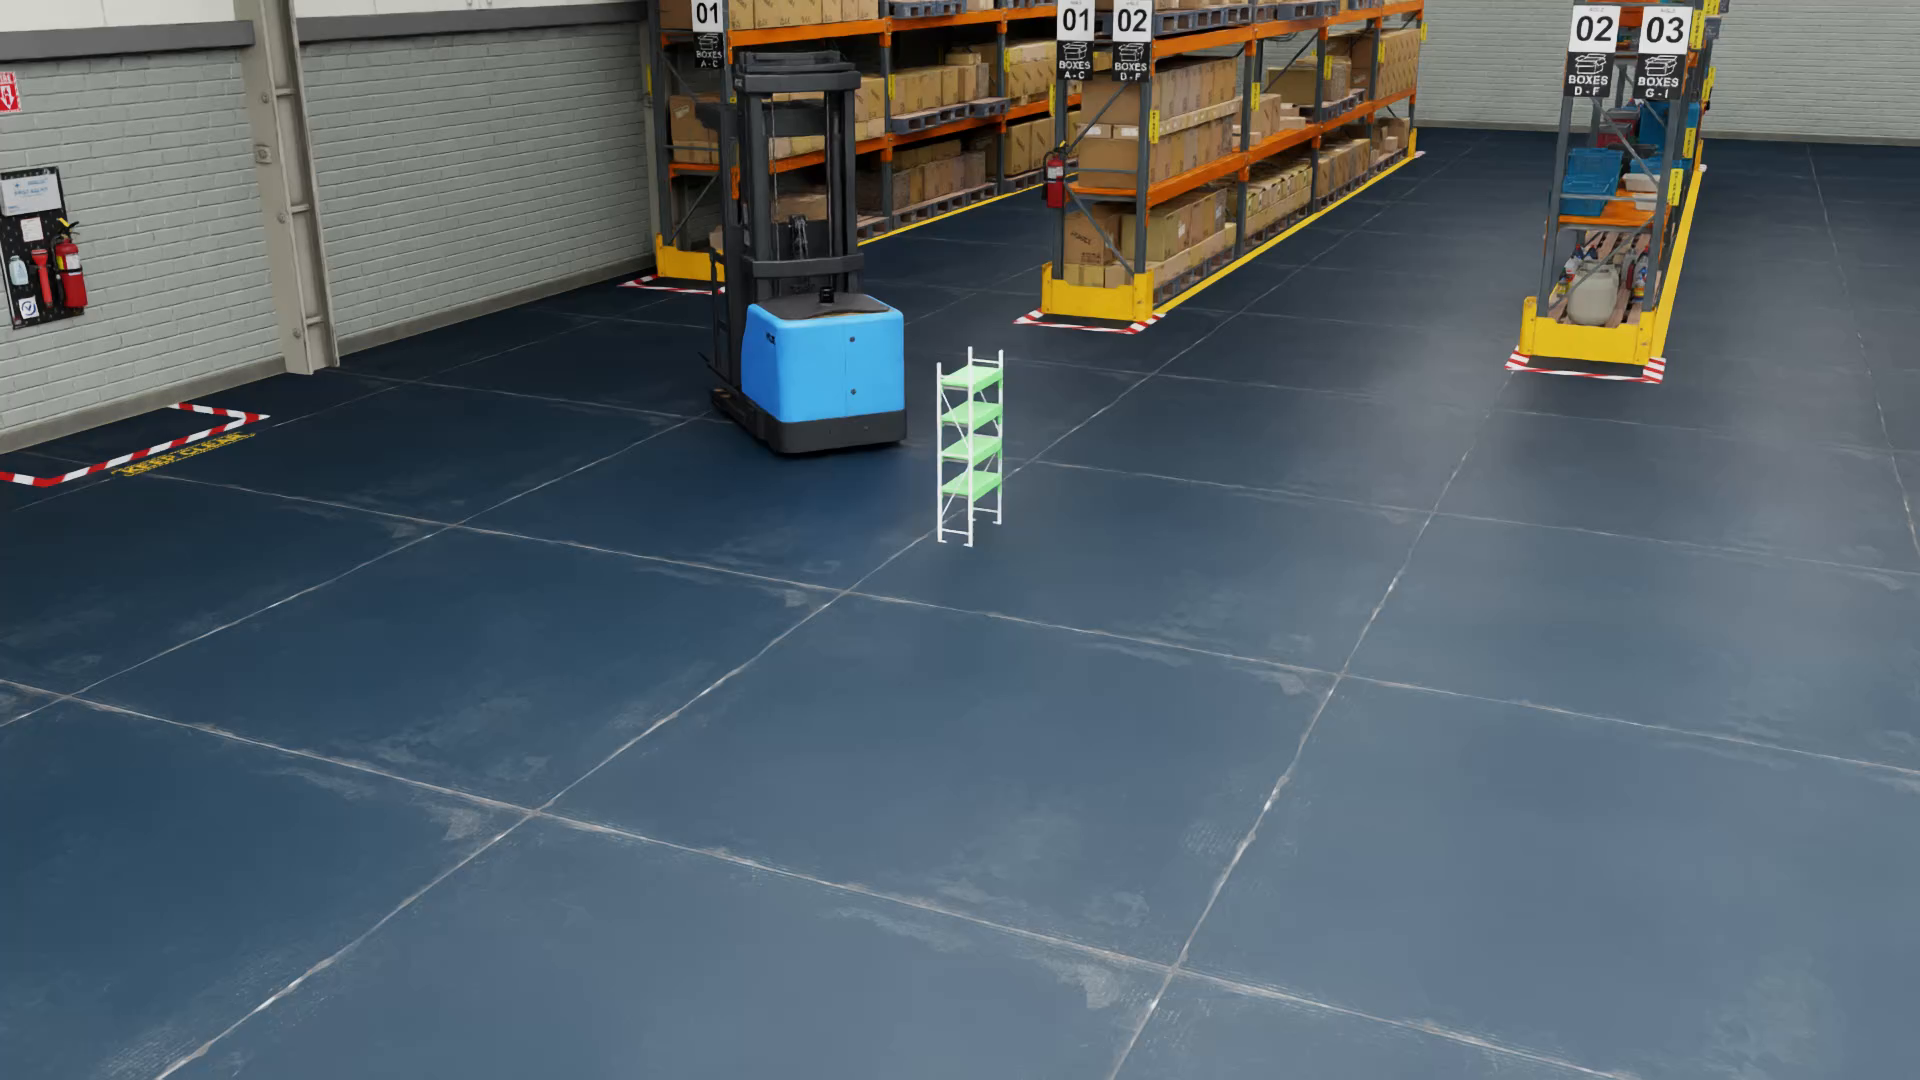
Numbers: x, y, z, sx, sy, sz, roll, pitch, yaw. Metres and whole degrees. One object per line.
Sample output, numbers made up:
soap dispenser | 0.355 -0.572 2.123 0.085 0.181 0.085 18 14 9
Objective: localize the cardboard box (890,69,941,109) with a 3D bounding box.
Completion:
cardboard box | -0.701 -6.510 23.993 0.700 0.500 0.500 12 23 30

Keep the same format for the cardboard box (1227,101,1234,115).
cardboard box | 3.084 -5.216 20.042 0.380 0.149 0.250 8 21 22

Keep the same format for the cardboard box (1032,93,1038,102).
cardboard box | 1.068 -7.310 27.391 0.380 0.149 0.250 9 21 24

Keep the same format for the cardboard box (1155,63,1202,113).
cardboard box | 2.311 -5.113 18.783 0.700 0.500 0.500 9 21 23

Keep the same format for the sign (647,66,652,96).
sign | -3.554 -5.284 19.150 0.100 0.325 0.005 9 21 23

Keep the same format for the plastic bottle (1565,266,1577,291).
plastic bottle | 6.463 -2.766 17.679 0.152 0.276 0.135 9 21 23

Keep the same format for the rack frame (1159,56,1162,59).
rack frame | 3.497 -9.398 32.918 1.000 3.000 0.127 9 21 23

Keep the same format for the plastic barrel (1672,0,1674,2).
plastic barrel | 8.725 -7.021 21.011 0.600 0.901 0.600 0 20 0

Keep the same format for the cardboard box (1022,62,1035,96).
cardboard box | 0.876 -7.421 26.737 0.500 0.500 0.500 9 22 24

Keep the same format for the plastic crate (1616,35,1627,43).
plastic crate | 6.489 -5.178 16.598 0.392 0.384 0.575 9 21 23

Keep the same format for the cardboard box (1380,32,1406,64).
cardboard box | 7.461 -8.593 29.014 0.500 0.500 0.500 9 22 24

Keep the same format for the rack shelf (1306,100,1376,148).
rack shelf | 5.560 -6.546 25.974 1.077 0.370 4.000 9 21 23

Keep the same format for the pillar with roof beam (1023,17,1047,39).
pillar with roof beam | 5.284 -10.744 27.749 9.100 9.000 0.400 9 21 23

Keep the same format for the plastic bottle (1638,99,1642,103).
plastic bottle | 10.210 -6.556 25.113 0.152 0.276 0.135 9 21 23

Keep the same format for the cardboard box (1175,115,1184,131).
cardboard box | 2.244 -4.587 18.274 0.380 0.149 0.250 8 21 21

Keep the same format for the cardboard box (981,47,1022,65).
cardboard box | 0.654 -7.615 26.162 0.500 0.250 0.500 9 22 24

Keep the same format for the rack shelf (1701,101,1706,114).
rack shelf | 11.716 -7.088 27.497 1.077 0.370 4.000 9 21 23

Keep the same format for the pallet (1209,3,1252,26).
pallet | 2.778 -6.158 19.465 1.003 0.211 1.213 9 21 23

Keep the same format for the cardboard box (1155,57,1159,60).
cardboard box | 3.297 -9.382 32.426 0.980 0.700 0.700 10 22 25

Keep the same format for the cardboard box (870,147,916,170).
cardboard box | -0.954 -5.475 23.842 0.500 0.250 0.500 8 21 22

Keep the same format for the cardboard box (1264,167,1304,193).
cardboard box | 4.545 -5.087 23.436 0.500 0.311 0.500 8 21 22

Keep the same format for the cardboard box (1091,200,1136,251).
cardboard box | 1.810 -3.597 18.963 0.500 0.500 0.500 9 21 23

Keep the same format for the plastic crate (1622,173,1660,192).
plastic crate | 7.187 -3.715 17.332 0.530 0.136 0.437 9 21 23

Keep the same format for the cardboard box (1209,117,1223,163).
cardboard box | 2.717 -4.800 19.839 0.700 0.500 0.500 8 21 22

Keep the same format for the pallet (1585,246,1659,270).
pallet | 7.907 -3.302 19.938 1.003 0.211 1.213 9 21 23

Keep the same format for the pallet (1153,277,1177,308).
pallet | 1.740 -2.754 18.398 1.003 0.211 1.213 9 21 23

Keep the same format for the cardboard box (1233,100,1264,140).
cardboard box | 3.649 -5.492 21.785 0.500 0.500 0.500 10 22 27

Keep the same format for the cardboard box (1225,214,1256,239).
cardboard box | 3.495 -4.043 21.337 0.500 0.250 0.500 8 21 21

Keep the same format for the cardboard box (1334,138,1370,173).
cardboard box | 6.439 -6.336 27.382 0.500 0.500 0.500 8 21 22

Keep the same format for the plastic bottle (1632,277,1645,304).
plastic bottle | 7.010 -2.581 17.165 0.097 0.271 0.097 0 20 0

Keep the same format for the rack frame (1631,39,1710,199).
rack frame | 10.897 -6.816 25.658 1.000 3.000 0.127 9 21 23

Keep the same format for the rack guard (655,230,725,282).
rack guard | -3.024 -3.352 19.649 1.175 0.500 0.348 9 21 23

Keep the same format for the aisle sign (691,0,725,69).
aisle sign | -2.811 -5.669 18.552 0.394 0.787 0.004 9 21 23

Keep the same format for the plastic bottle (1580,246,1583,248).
plastic bottle | 7.091 -3.255 19.060 0.097 0.271 0.097 0 20 0

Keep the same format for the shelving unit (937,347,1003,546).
shelving unit | 0.068 -0.616 10.910 0.258 1.200 0.503 9 21 23

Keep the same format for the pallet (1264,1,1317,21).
pallet | 4.090 -7.036 22.083 1.003 0.211 1.213 10 22 25

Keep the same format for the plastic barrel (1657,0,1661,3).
plastic barrel | 6.334 -5.213 15.767 0.600 0.588 0.600 0 20 0

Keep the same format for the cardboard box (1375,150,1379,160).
cardboard box | 7.094 -6.734 28.998 0.380 0.166 0.250 9 21 23

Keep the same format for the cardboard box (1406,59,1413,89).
cardboard box | 7.873 -8.433 30.056 0.500 0.500 0.500 9 21 23

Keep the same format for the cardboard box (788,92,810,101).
cardboard box | -2.157 -5.211 20.218 0.500 0.500 0.500 8 21 21

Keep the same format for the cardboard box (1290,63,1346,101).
cardboard box | 5.445 -6.980 25.344 0.700 0.500 0.500 13 23 33

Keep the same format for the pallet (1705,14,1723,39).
pallet | 7.415 -5.461 17.652 1.213 0.211 1.003 9 21 23

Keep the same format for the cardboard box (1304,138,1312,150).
cardboard box | 5.345 -6.306 26.179 0.500 0.250 0.500 8 21 22

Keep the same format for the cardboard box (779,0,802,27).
cardboard box | -2.229 -6.363 19.729 0.500 0.500 0.500 10 22 25

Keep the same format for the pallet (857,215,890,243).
pallet | -1.660 -4.206 22.480 1.003 0.211 1.213 9 21 23

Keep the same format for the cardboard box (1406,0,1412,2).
cardboard box | 7.640 -9.563 29.129 0.500 0.250 0.500 9 21 23

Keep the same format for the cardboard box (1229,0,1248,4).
cardboard box | 3.364 -6.779 20.674 0.500 0.250 0.500 11 22 28

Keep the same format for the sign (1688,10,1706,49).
sign | 6.483 -4.488 14.623 0.100 0.325 0.005 9 21 23

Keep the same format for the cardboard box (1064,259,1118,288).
cardboard box | 1.416 -2.935 18.223 0.500 0.250 0.500 9 21 23

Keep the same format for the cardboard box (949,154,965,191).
cardboard box | -0.344 -5.613 25.350 0.700 0.500 0.500 9 21 23

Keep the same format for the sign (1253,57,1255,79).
sign | 4.242 -6.854 24.154 0.100 0.325 0.005 9 21 23

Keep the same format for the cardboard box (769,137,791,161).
cardboard box | -2.366 -4.712 19.936 0.500 0.250 0.500 8 21 21

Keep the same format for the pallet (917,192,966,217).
pallet | -0.602 -5.028 24.793 1.003 0.211 1.213 9 21 23

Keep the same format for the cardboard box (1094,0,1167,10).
cardboard box | 1.705 -5.729 17.136 0.797 0.503 0.637 10 22 26

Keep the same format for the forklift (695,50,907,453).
forklift | -1.475 -2.492 13.603 1.130 2.935 3.031 -8 21 -23

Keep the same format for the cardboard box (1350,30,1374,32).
cardboard box | 7.179 -8.825 29.666 0.500 0.500 0.500 9 21 23
